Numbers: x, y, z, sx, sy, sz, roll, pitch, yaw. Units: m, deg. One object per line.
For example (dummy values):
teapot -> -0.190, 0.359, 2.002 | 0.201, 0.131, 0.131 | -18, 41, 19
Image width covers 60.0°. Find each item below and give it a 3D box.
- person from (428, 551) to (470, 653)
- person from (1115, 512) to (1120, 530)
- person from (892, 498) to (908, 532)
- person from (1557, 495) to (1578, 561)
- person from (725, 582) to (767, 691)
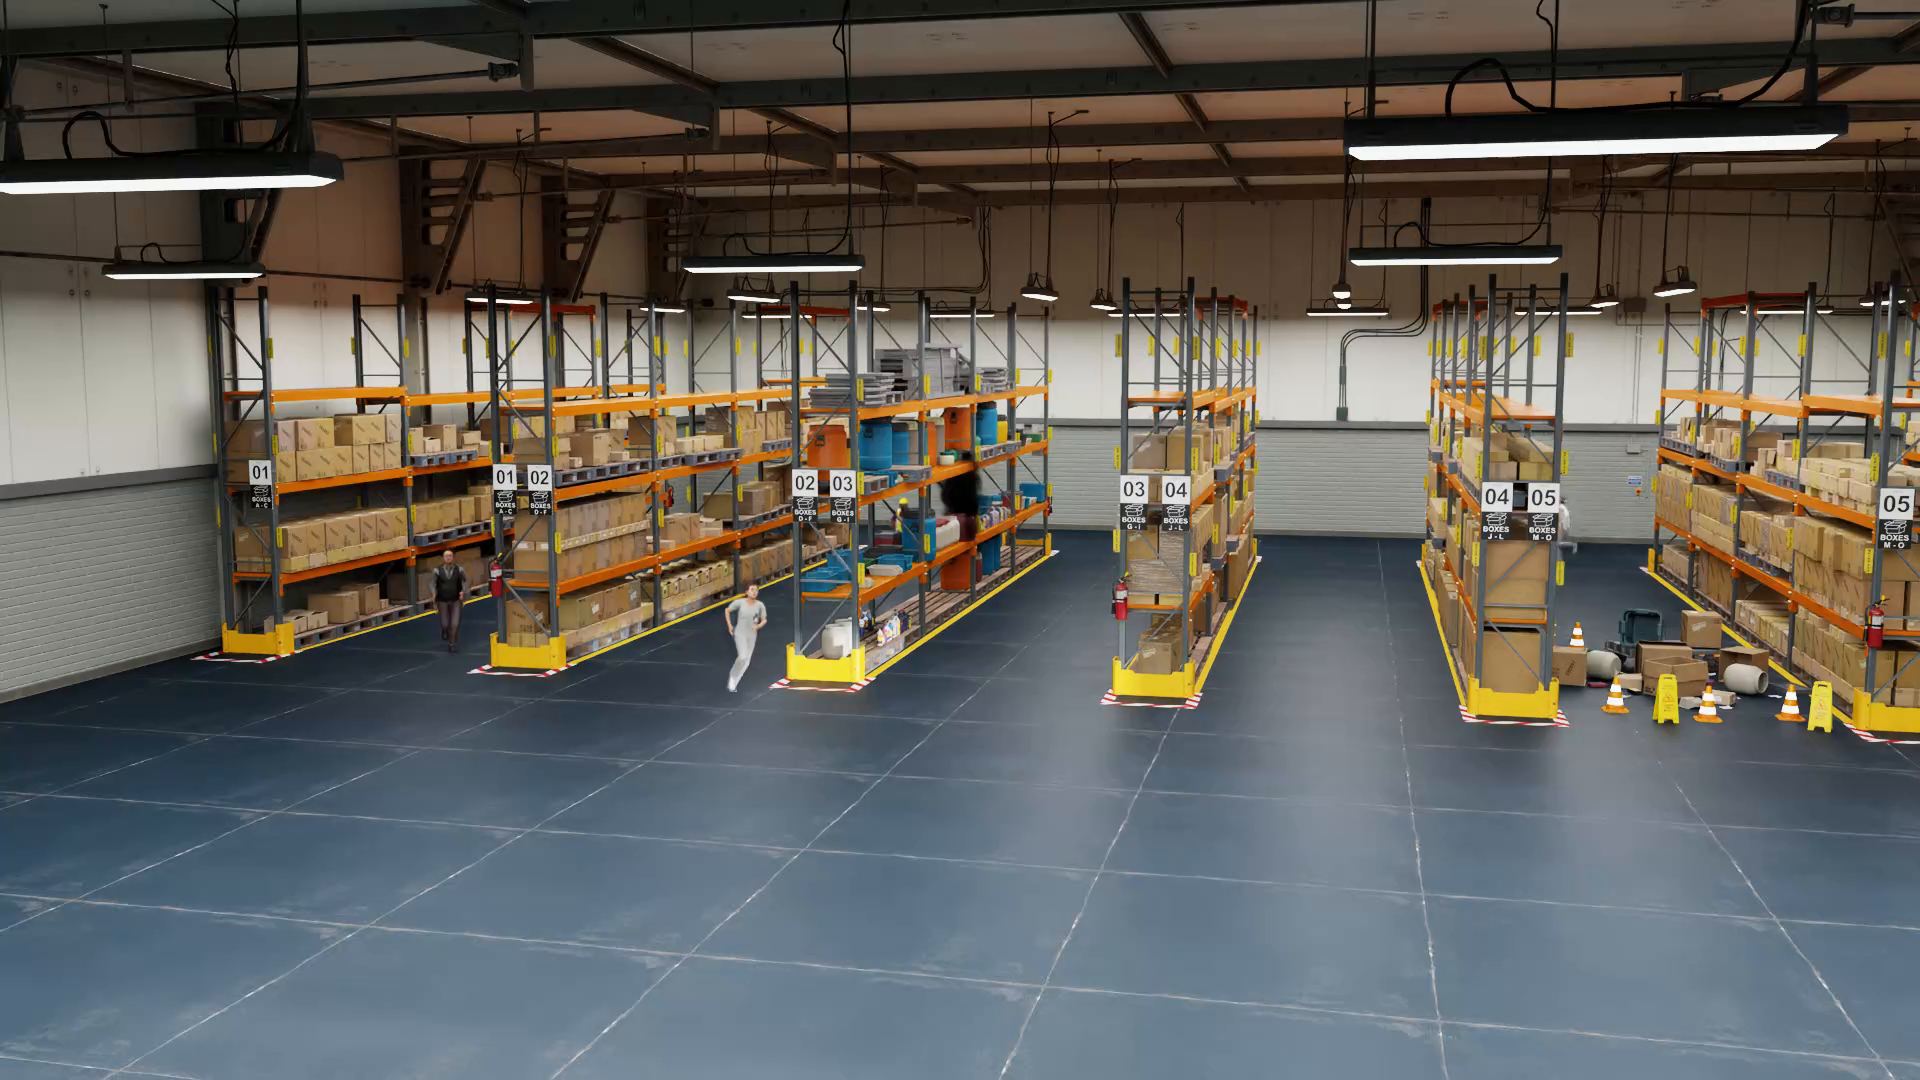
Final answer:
person -> -8.469, 1.011, 27.605 | 0.664, 1.683, 0.625 | -2, 7, -19
person -> 3.564, -0.097, 34.888 | 0.667, 1.649, 0.627 | 2, 7, 14
person -> -1.174, -0.102, 36.267 | 0.726, 1.651, 0.924 | 2, 7, 16
person -> 14.135, -0.267, 38.933 | 0.663, 1.641, 0.648 | 2, 7, 14
person -> -3.100, 1.413, 24.227 | 0.578, 1.603, 0.618 | -3, 7, -25
